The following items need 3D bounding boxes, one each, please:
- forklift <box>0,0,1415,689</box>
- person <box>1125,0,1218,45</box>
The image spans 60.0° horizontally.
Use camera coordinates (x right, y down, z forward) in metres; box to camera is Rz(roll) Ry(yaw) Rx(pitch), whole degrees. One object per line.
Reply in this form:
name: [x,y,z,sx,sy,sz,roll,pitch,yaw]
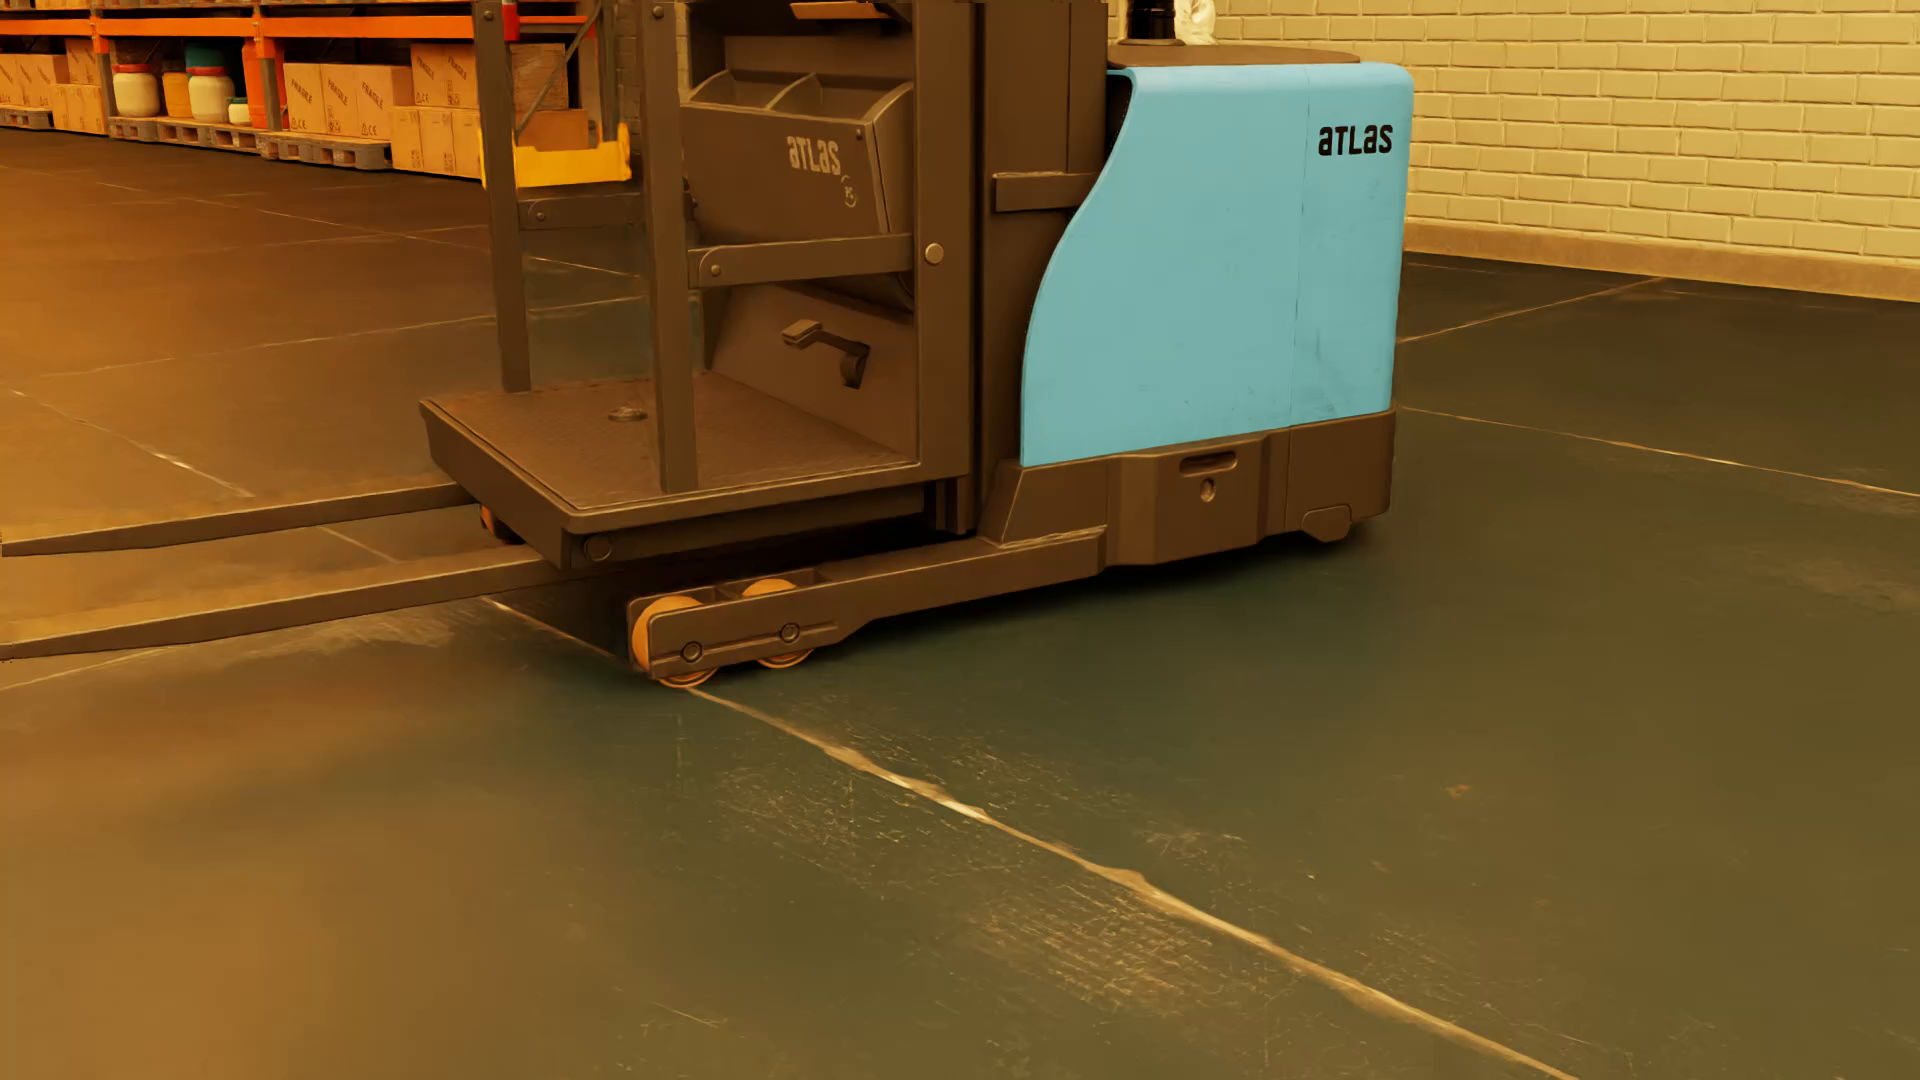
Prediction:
forklift: [-0.524,-1.308,3.163,3.031,2.935,1.130,-10,20,-29]
person: [0.941,-1.685,6.540,0.666,1.721,0.765,-2,17,-6]
